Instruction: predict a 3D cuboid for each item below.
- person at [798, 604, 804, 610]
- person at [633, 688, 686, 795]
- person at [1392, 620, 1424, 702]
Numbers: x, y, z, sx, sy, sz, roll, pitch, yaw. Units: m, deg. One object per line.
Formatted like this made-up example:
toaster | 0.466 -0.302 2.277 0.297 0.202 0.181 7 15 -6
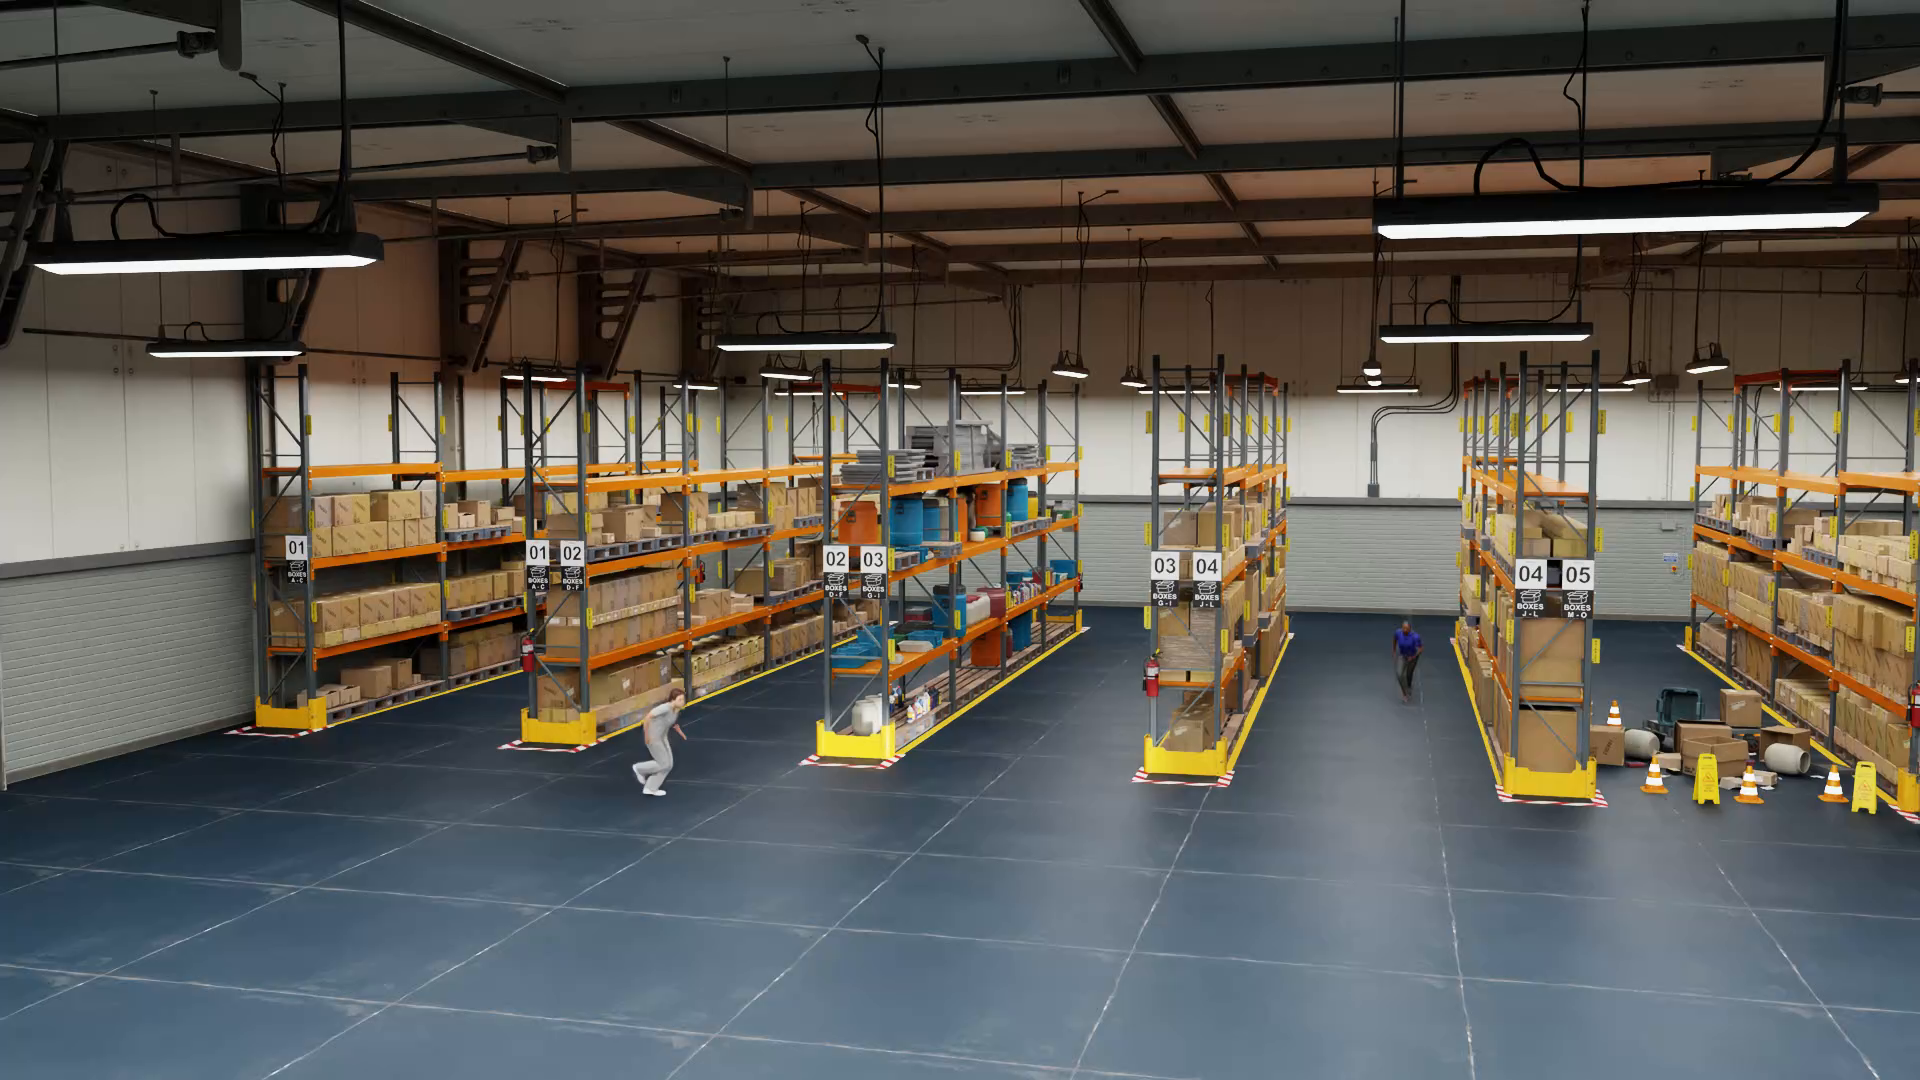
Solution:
person | -4.369 1.109 43.587 0.865 1.822 0.686 2 4 22
person | -4.080 2.725 22.432 0.812 1.488 0.579 2 4 23
person | 8.221 2.182 30.451 0.566 1.516 1.032 2 4 23
